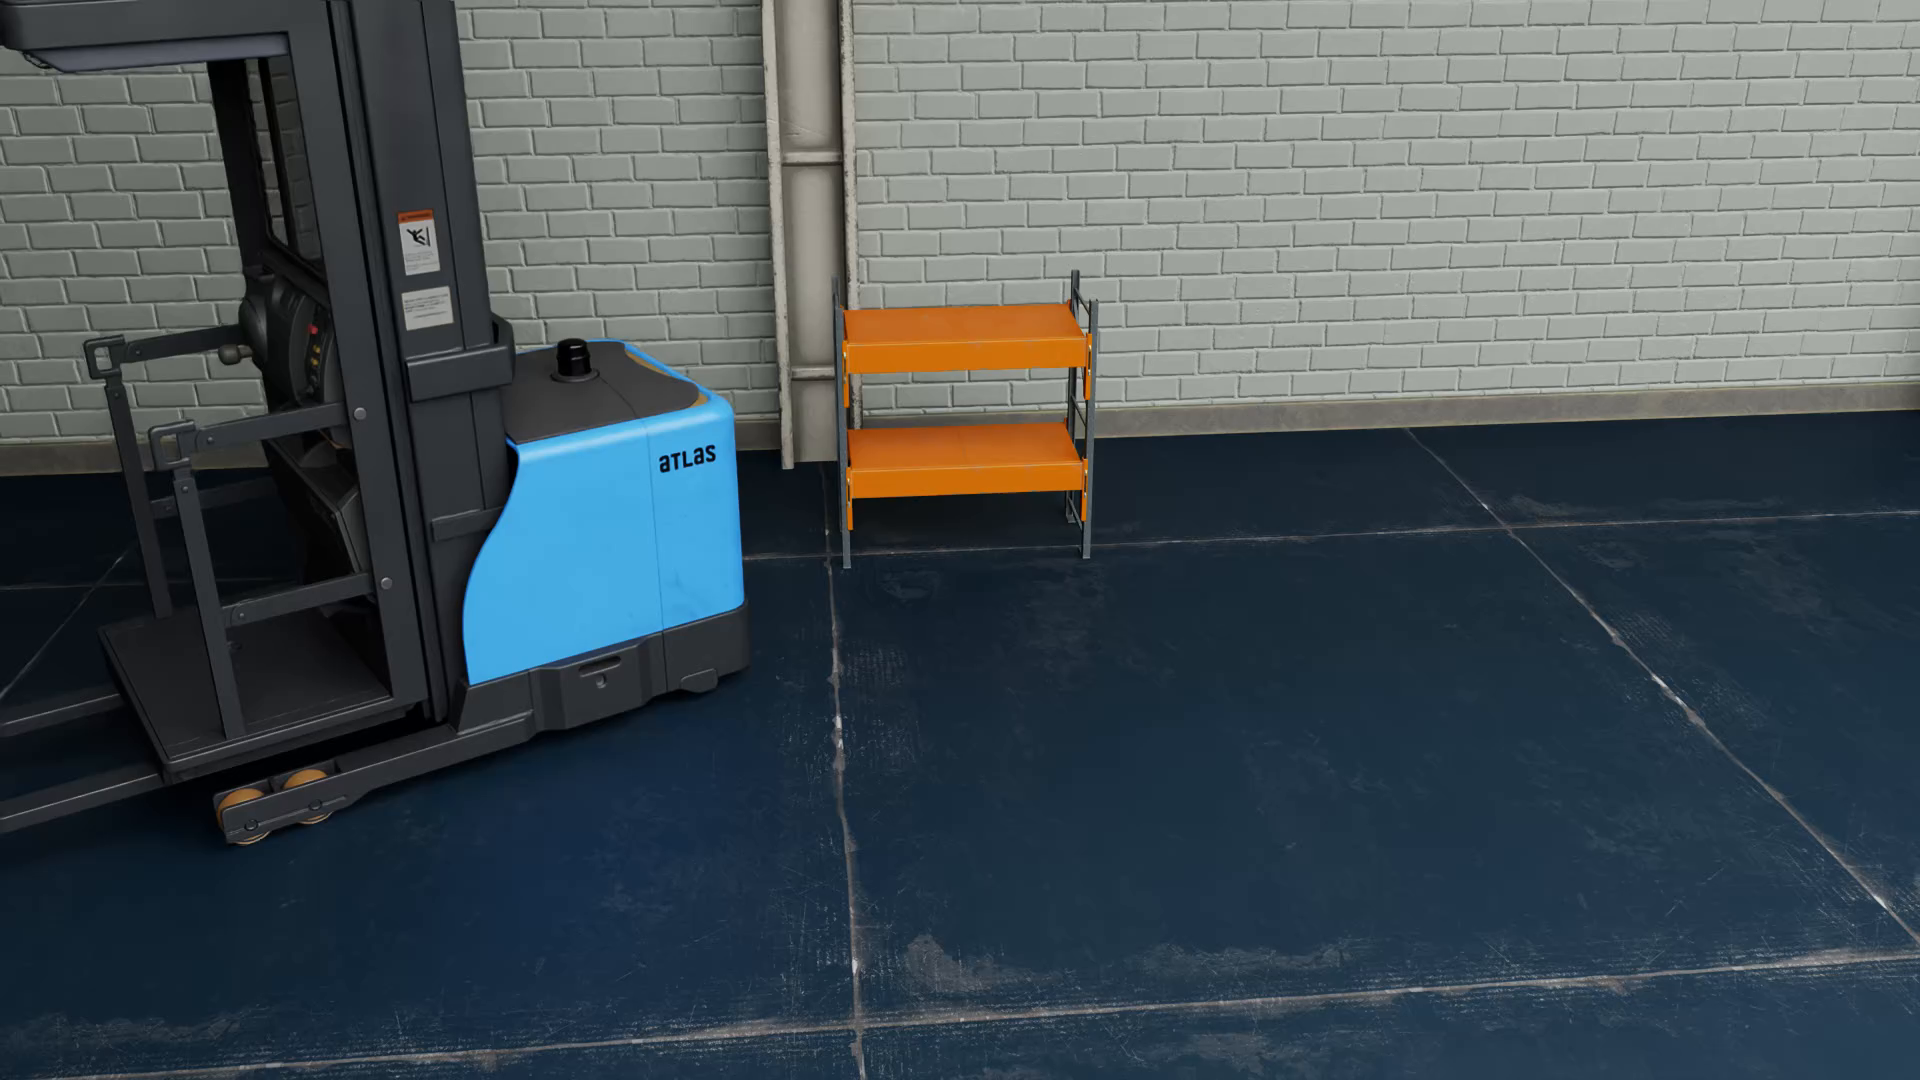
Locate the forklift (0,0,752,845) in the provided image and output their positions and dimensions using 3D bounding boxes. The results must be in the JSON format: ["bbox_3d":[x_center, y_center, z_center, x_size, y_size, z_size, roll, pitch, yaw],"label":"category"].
[{"bbox_3d":[-2.261,-0.644,5.090,3.031,2.935,1.130,-16,29,-32],"label":"forklift"}]

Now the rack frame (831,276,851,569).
[{"bbox_3d":[-0.499,-0.494,6.976,0.032,1.125,0.500,-2,24,-5],"label":"rack frame"}]

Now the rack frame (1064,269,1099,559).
[{"bbox_3d":[0.513,-0.535,7.068,0.032,1.125,0.500,-2,24,-5],"label":"rack frame"}]

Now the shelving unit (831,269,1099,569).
[{"bbox_3d":[0.007,-0.514,7.022,1.048,1.125,0.538,-2,24,-5],"label":"shelving unit"}]

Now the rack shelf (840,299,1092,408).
[{"bbox_3d":[0.007,-0.782,6.903,1.000,0.278,0.538,-2,24,-5],"label":"rack shelf"}]

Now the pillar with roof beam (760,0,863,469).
[{"bbox_3d":[-0.254,-2.784,2.434,0.400,9.000,9.100,-2,24,-5],"label":"pillar with roof beam"}]

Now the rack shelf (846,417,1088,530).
[{"bbox_3d":[0.007,-0.291,7.121,1.000,0.278,0.538,-2,24,-5],"label":"rack shelf"}]
